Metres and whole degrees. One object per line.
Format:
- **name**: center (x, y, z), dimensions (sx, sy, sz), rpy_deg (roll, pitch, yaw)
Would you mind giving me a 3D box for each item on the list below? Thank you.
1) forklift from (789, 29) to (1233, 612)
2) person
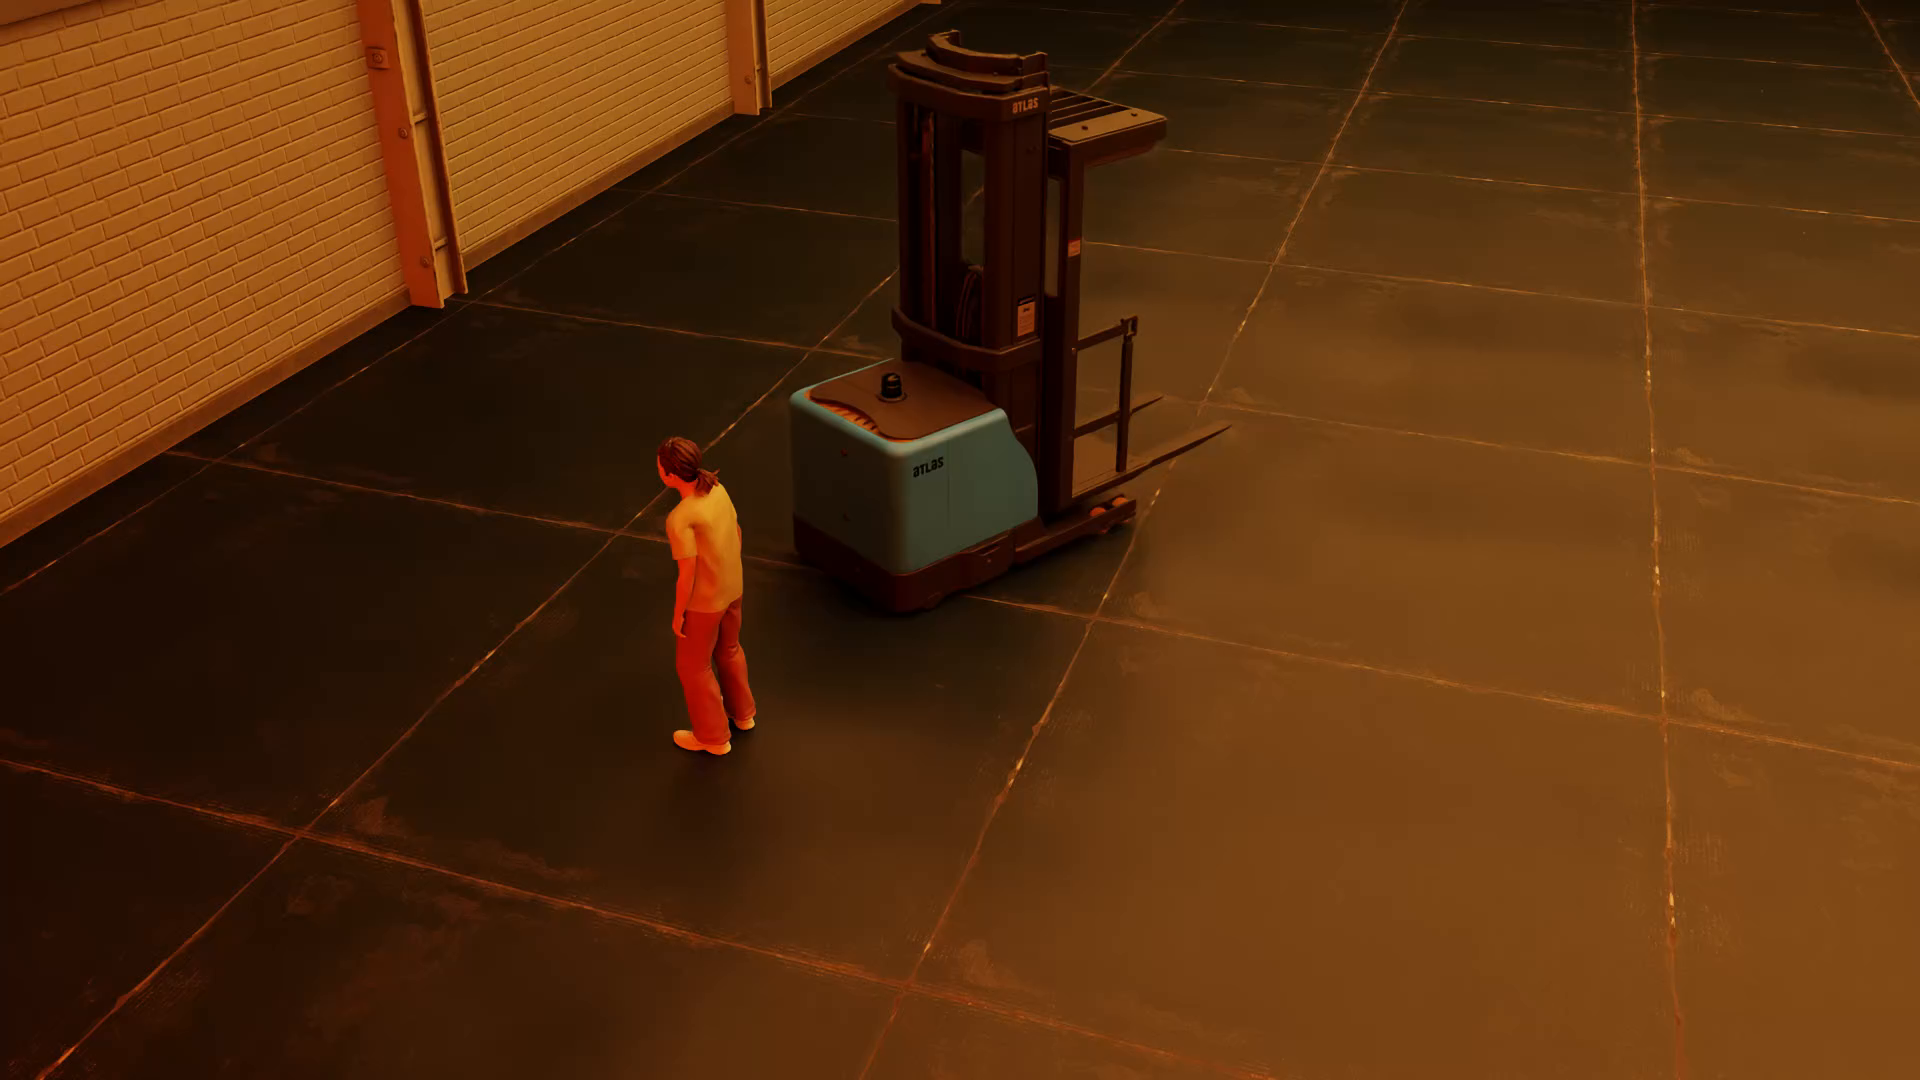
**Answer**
- **forklift**: center (0.452, -1.479, 9.731), dimensions (3.031, 2.935, 1.130), rpy_deg (-24, 37, -35)
- **person**: center (-1.220, 0.267, 7.940), dimensions (0.358, 1.671, 0.523), rpy_deg (14, 33, 23)
